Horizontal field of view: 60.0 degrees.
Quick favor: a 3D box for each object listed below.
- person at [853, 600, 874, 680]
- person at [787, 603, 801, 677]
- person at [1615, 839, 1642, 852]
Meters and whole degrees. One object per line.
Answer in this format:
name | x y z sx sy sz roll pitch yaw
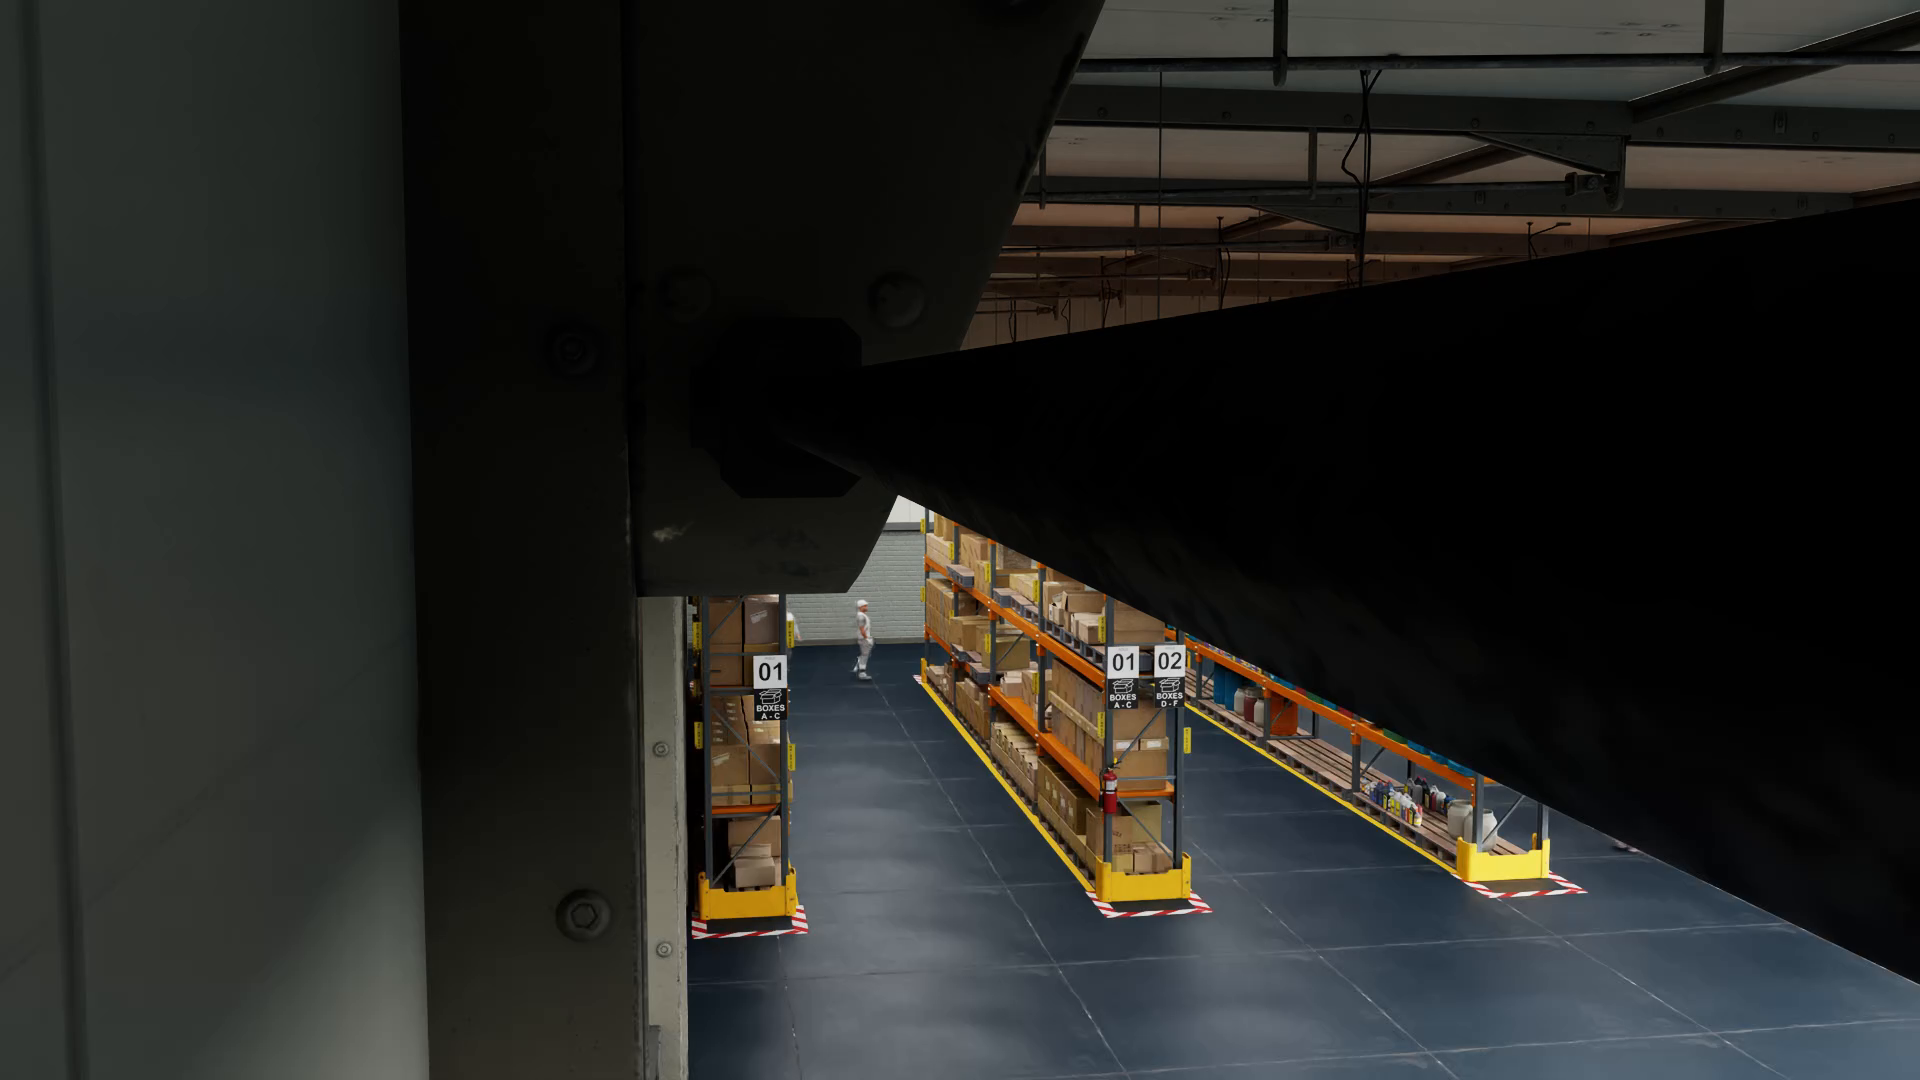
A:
person | -2.153 2.213 36.763 0.445 1.804 0.591 -1 5 -11
person | -3.898 2.189 37.276 0.629 1.715 1.066 -2 5 -18
person | 9.365 3.497 23.057 0.415 1.694 0.506 -5 7 -44
